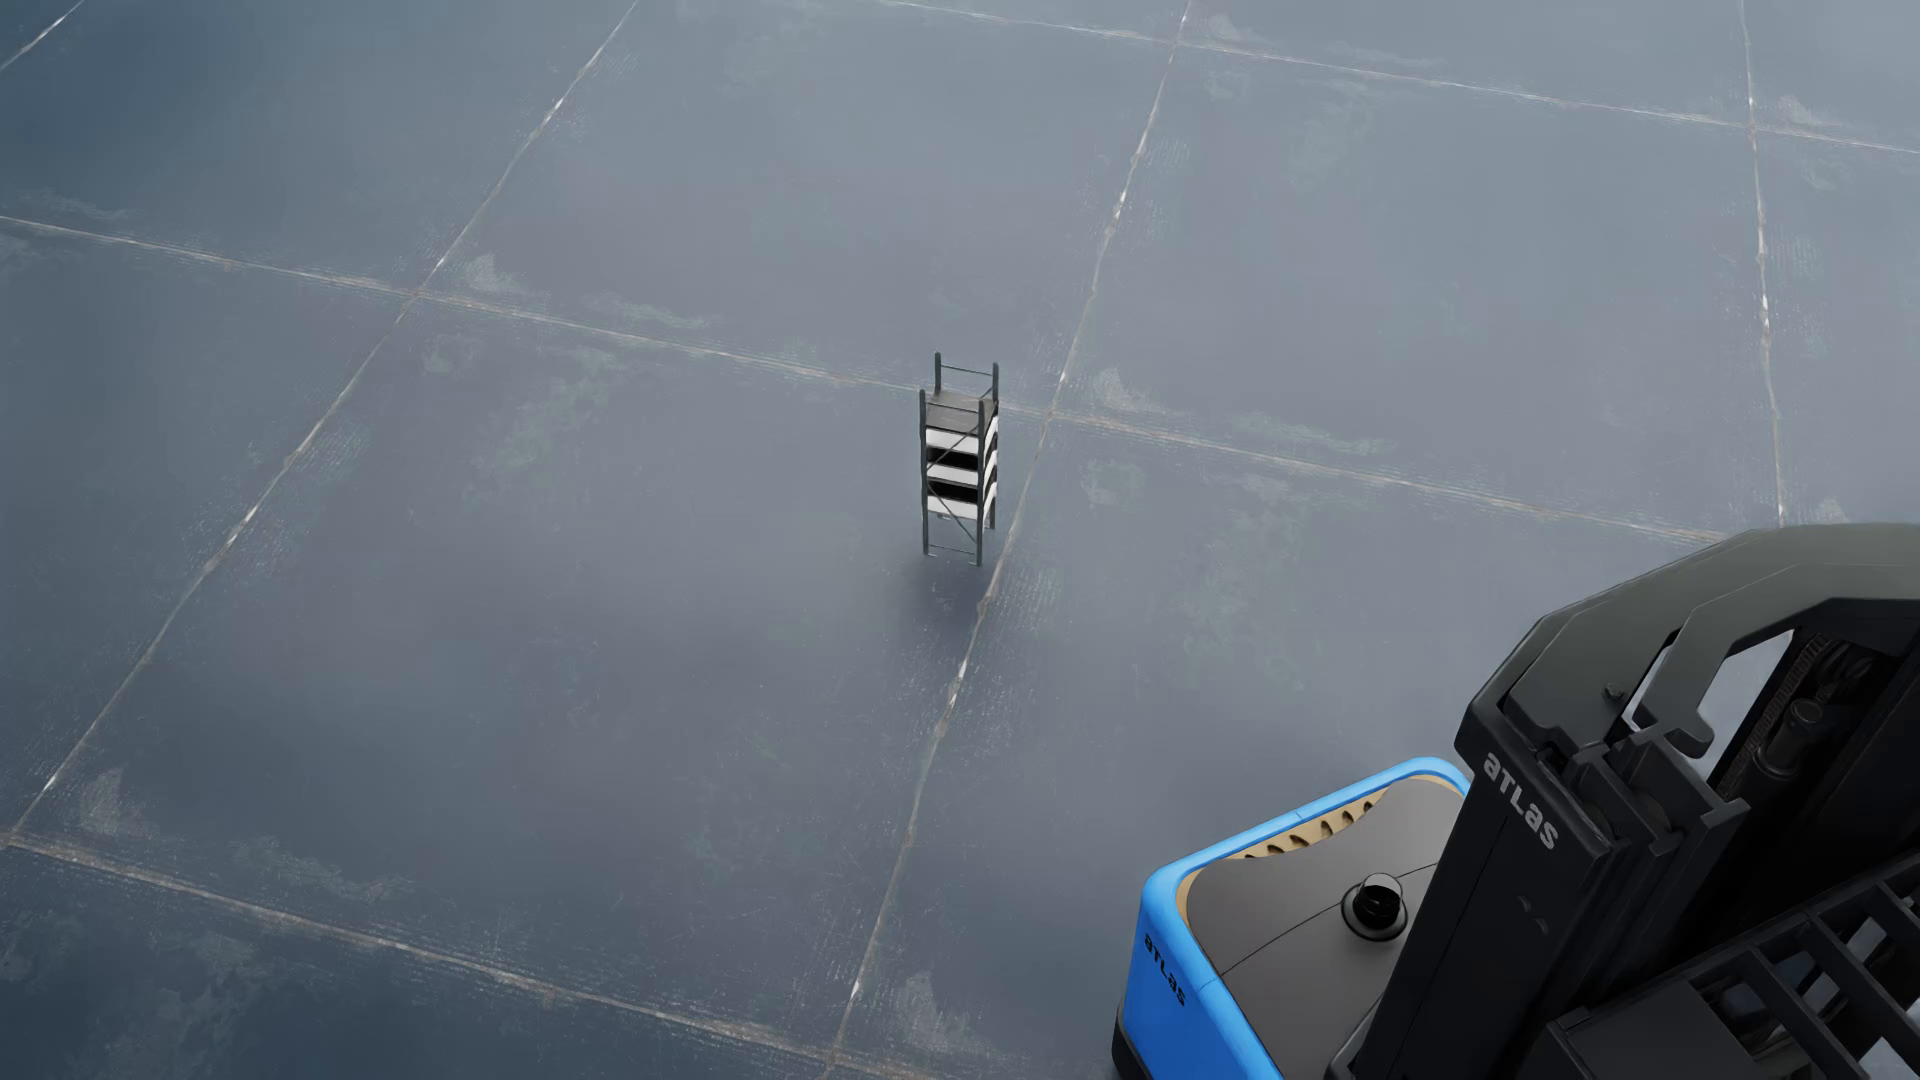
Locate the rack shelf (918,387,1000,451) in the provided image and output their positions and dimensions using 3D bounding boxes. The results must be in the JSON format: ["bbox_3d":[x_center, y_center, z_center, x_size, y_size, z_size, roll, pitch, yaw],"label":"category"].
[{"bbox_3d":[-0.002,-0.449,6.149,0.258,0.077,0.200,12,50,10],"label":"rack shelf"}]

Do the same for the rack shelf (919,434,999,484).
[{"bbox_3d":[-0.002,-0.329,6.284,0.258,0.077,0.200,12,50,10],"label":"rack shelf"}]

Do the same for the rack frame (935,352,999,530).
[{"bbox_3d":[0.025,-0.365,6.391,0.240,0.900,0.006,12,50,10],"label":"rack frame"}]

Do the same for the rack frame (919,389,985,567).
[{"bbox_3d":[-0.029,-0.218,6.261,0.240,0.900,0.006,12,50,10],"label":"rack frame"}]

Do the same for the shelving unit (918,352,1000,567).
[{"bbox_3d":[-0.002,-0.292,6.326,0.258,0.900,0.210,12,50,10],"label":"shelving unit"}]

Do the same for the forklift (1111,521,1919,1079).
[{"bbox_3d":[1.559,1.488,3.400,1.130,2.935,3.031,-20,51,-17],"label":"forklift"}]

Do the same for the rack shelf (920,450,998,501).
[{"bbox_3d":[-0.002,-0.270,6.351,0.258,0.077,0.200,12,50,10],"label":"rack shelf"}]

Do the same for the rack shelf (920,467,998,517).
[{"bbox_3d":[-0.002,-0.210,6.419,0.258,0.077,0.200,12,50,10],"label":"rack shelf"}]

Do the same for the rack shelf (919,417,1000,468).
[{"bbox_3d":[-0.002,-0.389,6.216,0.258,0.077,0.200,12,50,10],"label":"rack shelf"}]

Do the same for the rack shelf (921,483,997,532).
[{"bbox_3d":[-0.002,-0.151,6.486,0.258,0.077,0.200,12,50,10],"label":"rack shelf"}]
